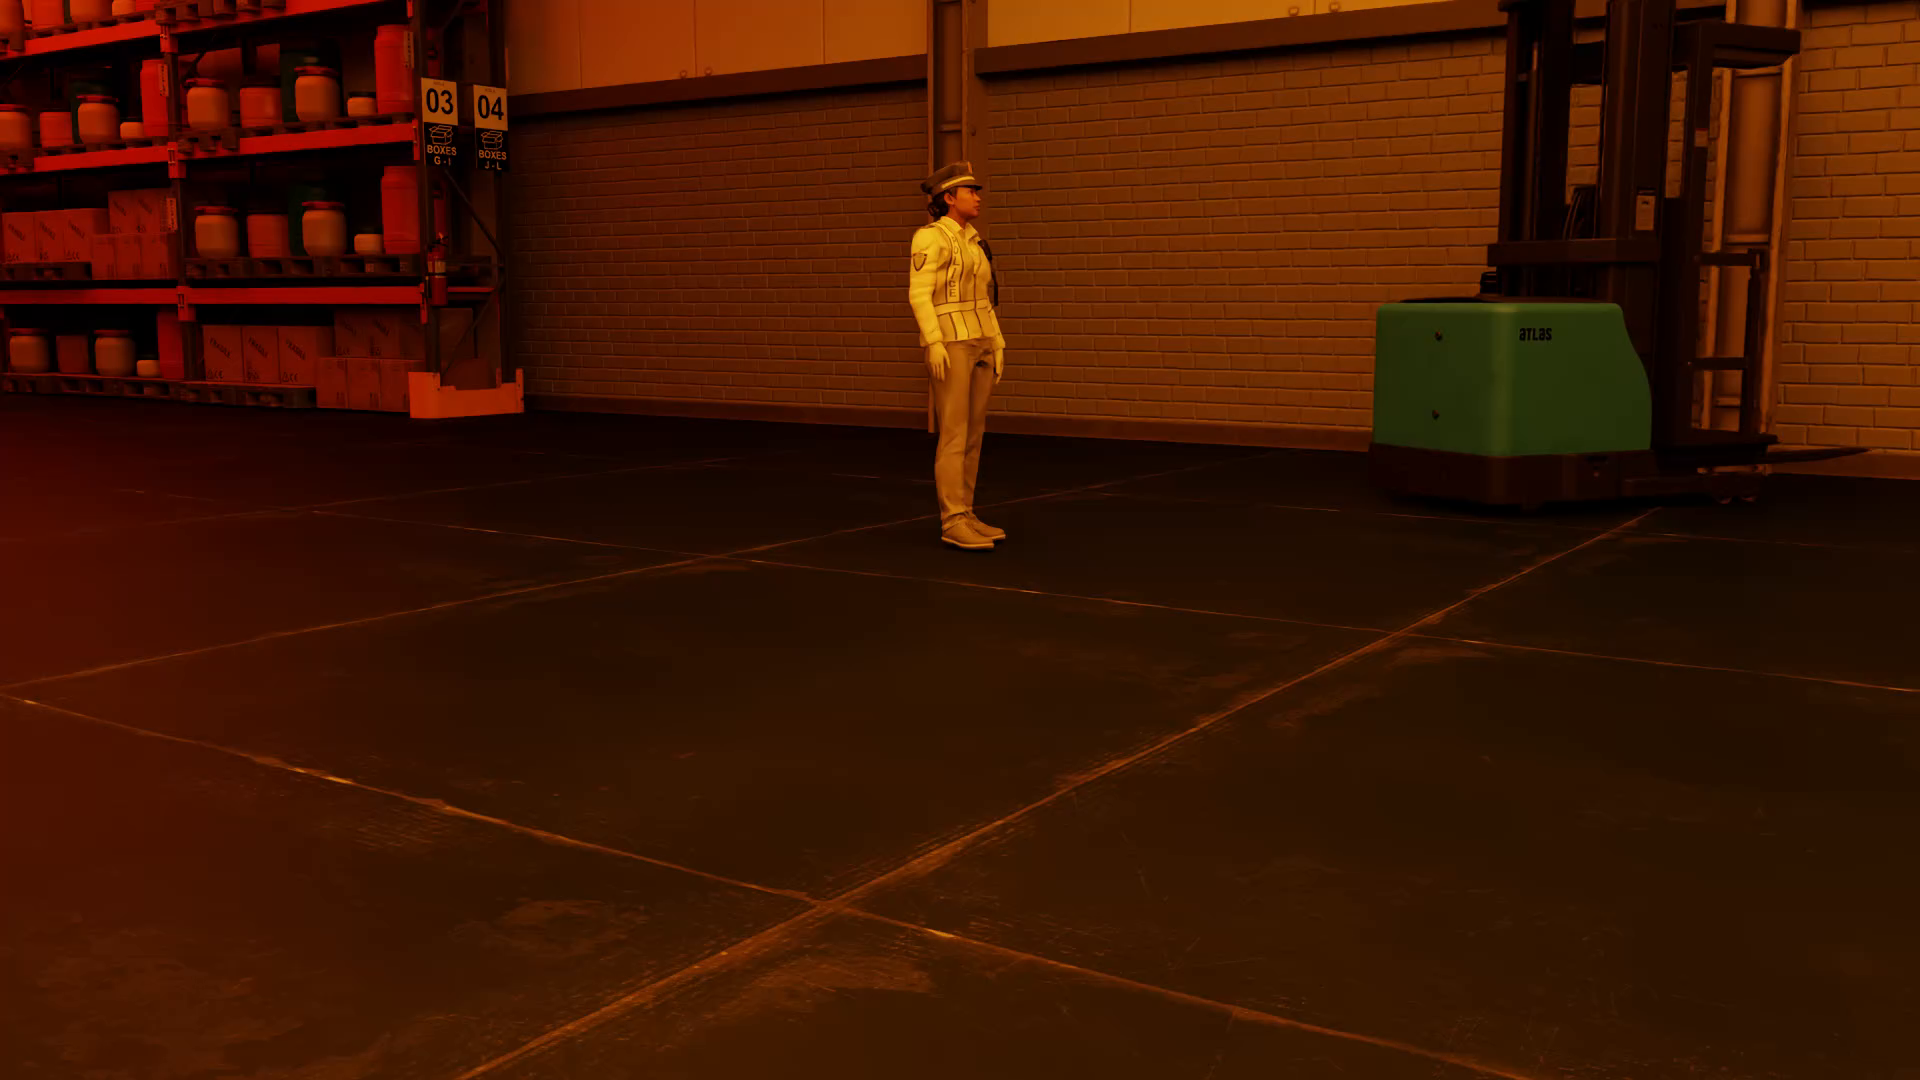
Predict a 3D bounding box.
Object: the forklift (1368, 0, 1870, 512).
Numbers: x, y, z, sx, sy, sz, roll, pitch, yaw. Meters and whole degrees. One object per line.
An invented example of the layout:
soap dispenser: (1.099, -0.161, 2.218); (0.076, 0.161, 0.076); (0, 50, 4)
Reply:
forklift: (3.815, -1.709, 9.212); (3.031, 2.935, 1.130); (-4, 9, -25)

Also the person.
person: (0.052, -0.840, 7.441); (0.533, 1.696, 0.588); (5, 10, 34)
